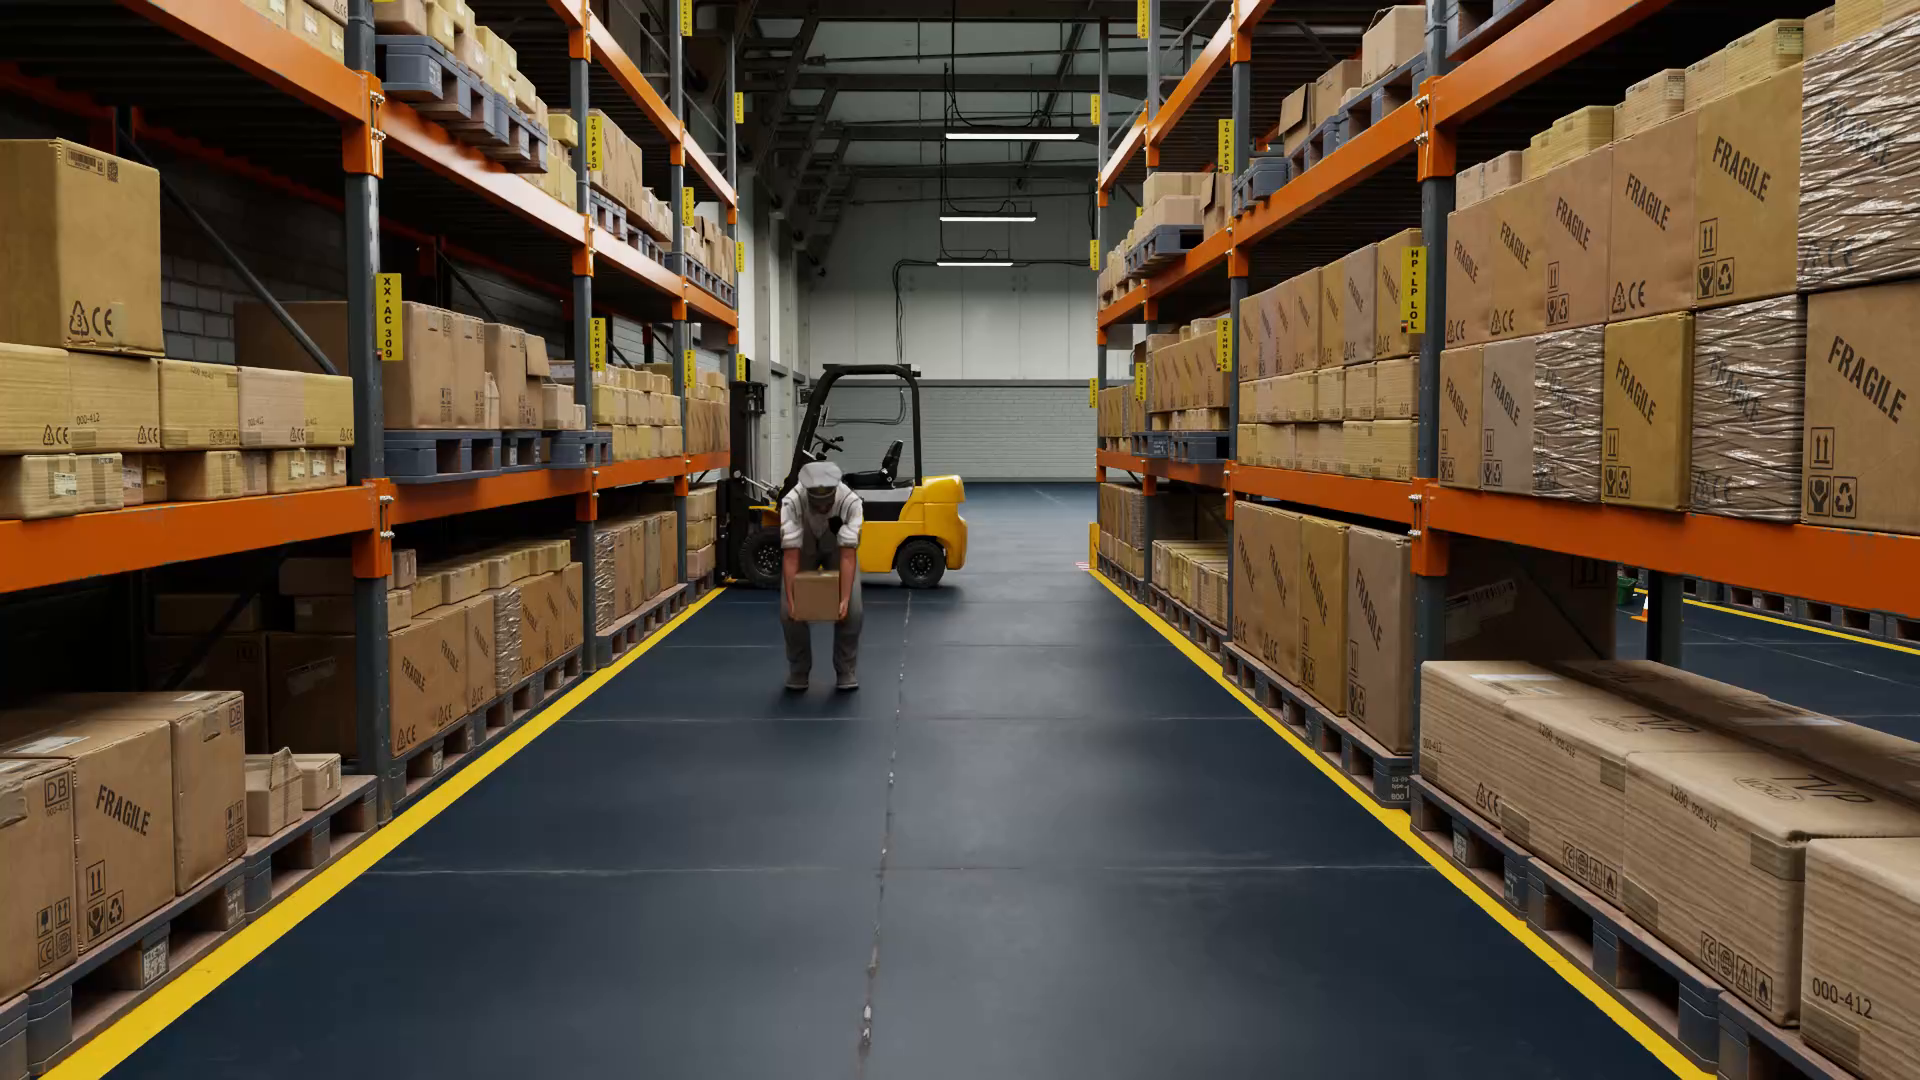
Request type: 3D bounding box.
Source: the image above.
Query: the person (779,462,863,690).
[{"bbox_3d":[-0.804,0.215,9.575,0.494,1.341,0.987,0,4,-3],"label":"person"}]
